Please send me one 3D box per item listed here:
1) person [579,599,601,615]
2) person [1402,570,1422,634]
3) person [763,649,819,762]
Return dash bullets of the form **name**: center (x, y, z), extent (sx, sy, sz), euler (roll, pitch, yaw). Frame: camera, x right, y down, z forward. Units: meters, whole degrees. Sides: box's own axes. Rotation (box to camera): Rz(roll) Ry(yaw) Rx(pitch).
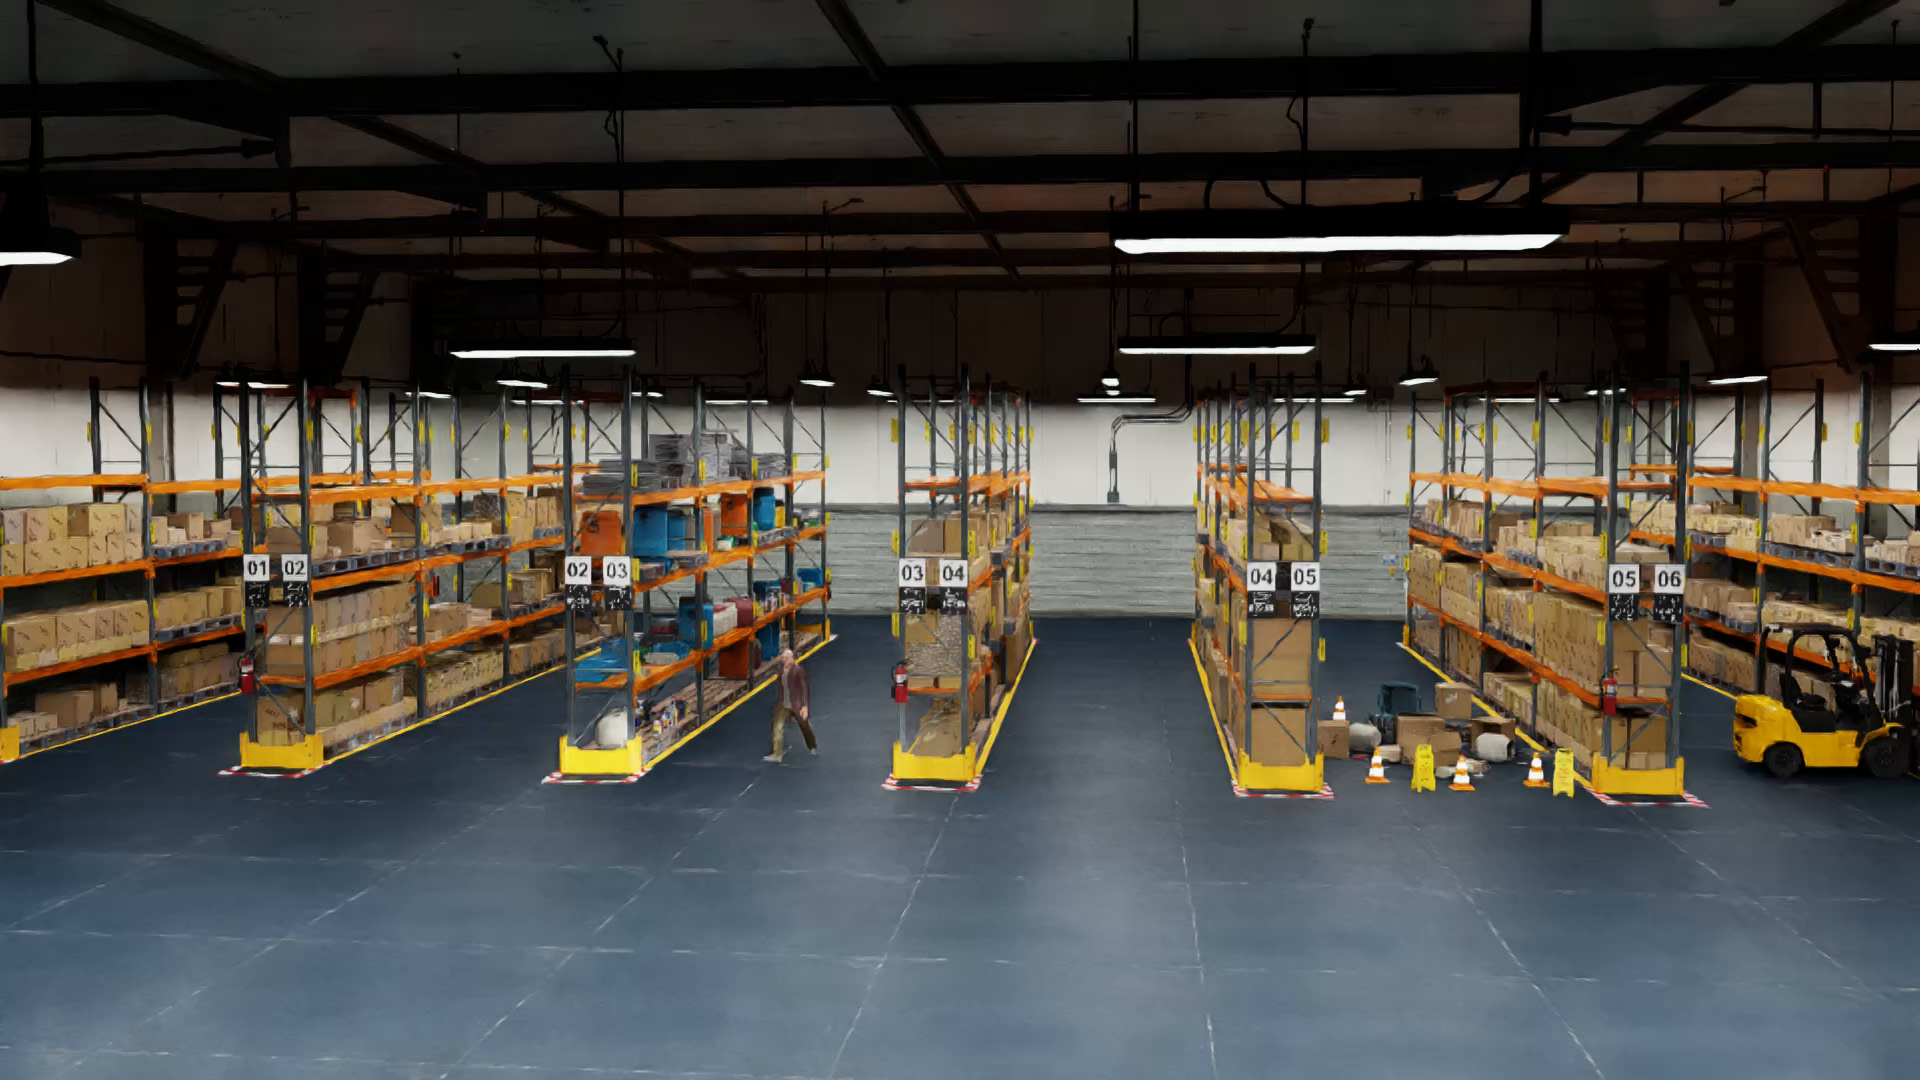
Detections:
- **person**: center (-10.159, 1.208, 45.817), extent (0.459, 1.721, 0.690), euler (3, 5, 43)
- **person**: center (11.317, 1.515, 41.516), extent (0.567, 1.661, 0.505), euler (-3, 5, -37)
- **person**: center (-2.557, 2.512, 25.443), extent (0.634, 1.722, 1.045), euler (2, 4, 25)
